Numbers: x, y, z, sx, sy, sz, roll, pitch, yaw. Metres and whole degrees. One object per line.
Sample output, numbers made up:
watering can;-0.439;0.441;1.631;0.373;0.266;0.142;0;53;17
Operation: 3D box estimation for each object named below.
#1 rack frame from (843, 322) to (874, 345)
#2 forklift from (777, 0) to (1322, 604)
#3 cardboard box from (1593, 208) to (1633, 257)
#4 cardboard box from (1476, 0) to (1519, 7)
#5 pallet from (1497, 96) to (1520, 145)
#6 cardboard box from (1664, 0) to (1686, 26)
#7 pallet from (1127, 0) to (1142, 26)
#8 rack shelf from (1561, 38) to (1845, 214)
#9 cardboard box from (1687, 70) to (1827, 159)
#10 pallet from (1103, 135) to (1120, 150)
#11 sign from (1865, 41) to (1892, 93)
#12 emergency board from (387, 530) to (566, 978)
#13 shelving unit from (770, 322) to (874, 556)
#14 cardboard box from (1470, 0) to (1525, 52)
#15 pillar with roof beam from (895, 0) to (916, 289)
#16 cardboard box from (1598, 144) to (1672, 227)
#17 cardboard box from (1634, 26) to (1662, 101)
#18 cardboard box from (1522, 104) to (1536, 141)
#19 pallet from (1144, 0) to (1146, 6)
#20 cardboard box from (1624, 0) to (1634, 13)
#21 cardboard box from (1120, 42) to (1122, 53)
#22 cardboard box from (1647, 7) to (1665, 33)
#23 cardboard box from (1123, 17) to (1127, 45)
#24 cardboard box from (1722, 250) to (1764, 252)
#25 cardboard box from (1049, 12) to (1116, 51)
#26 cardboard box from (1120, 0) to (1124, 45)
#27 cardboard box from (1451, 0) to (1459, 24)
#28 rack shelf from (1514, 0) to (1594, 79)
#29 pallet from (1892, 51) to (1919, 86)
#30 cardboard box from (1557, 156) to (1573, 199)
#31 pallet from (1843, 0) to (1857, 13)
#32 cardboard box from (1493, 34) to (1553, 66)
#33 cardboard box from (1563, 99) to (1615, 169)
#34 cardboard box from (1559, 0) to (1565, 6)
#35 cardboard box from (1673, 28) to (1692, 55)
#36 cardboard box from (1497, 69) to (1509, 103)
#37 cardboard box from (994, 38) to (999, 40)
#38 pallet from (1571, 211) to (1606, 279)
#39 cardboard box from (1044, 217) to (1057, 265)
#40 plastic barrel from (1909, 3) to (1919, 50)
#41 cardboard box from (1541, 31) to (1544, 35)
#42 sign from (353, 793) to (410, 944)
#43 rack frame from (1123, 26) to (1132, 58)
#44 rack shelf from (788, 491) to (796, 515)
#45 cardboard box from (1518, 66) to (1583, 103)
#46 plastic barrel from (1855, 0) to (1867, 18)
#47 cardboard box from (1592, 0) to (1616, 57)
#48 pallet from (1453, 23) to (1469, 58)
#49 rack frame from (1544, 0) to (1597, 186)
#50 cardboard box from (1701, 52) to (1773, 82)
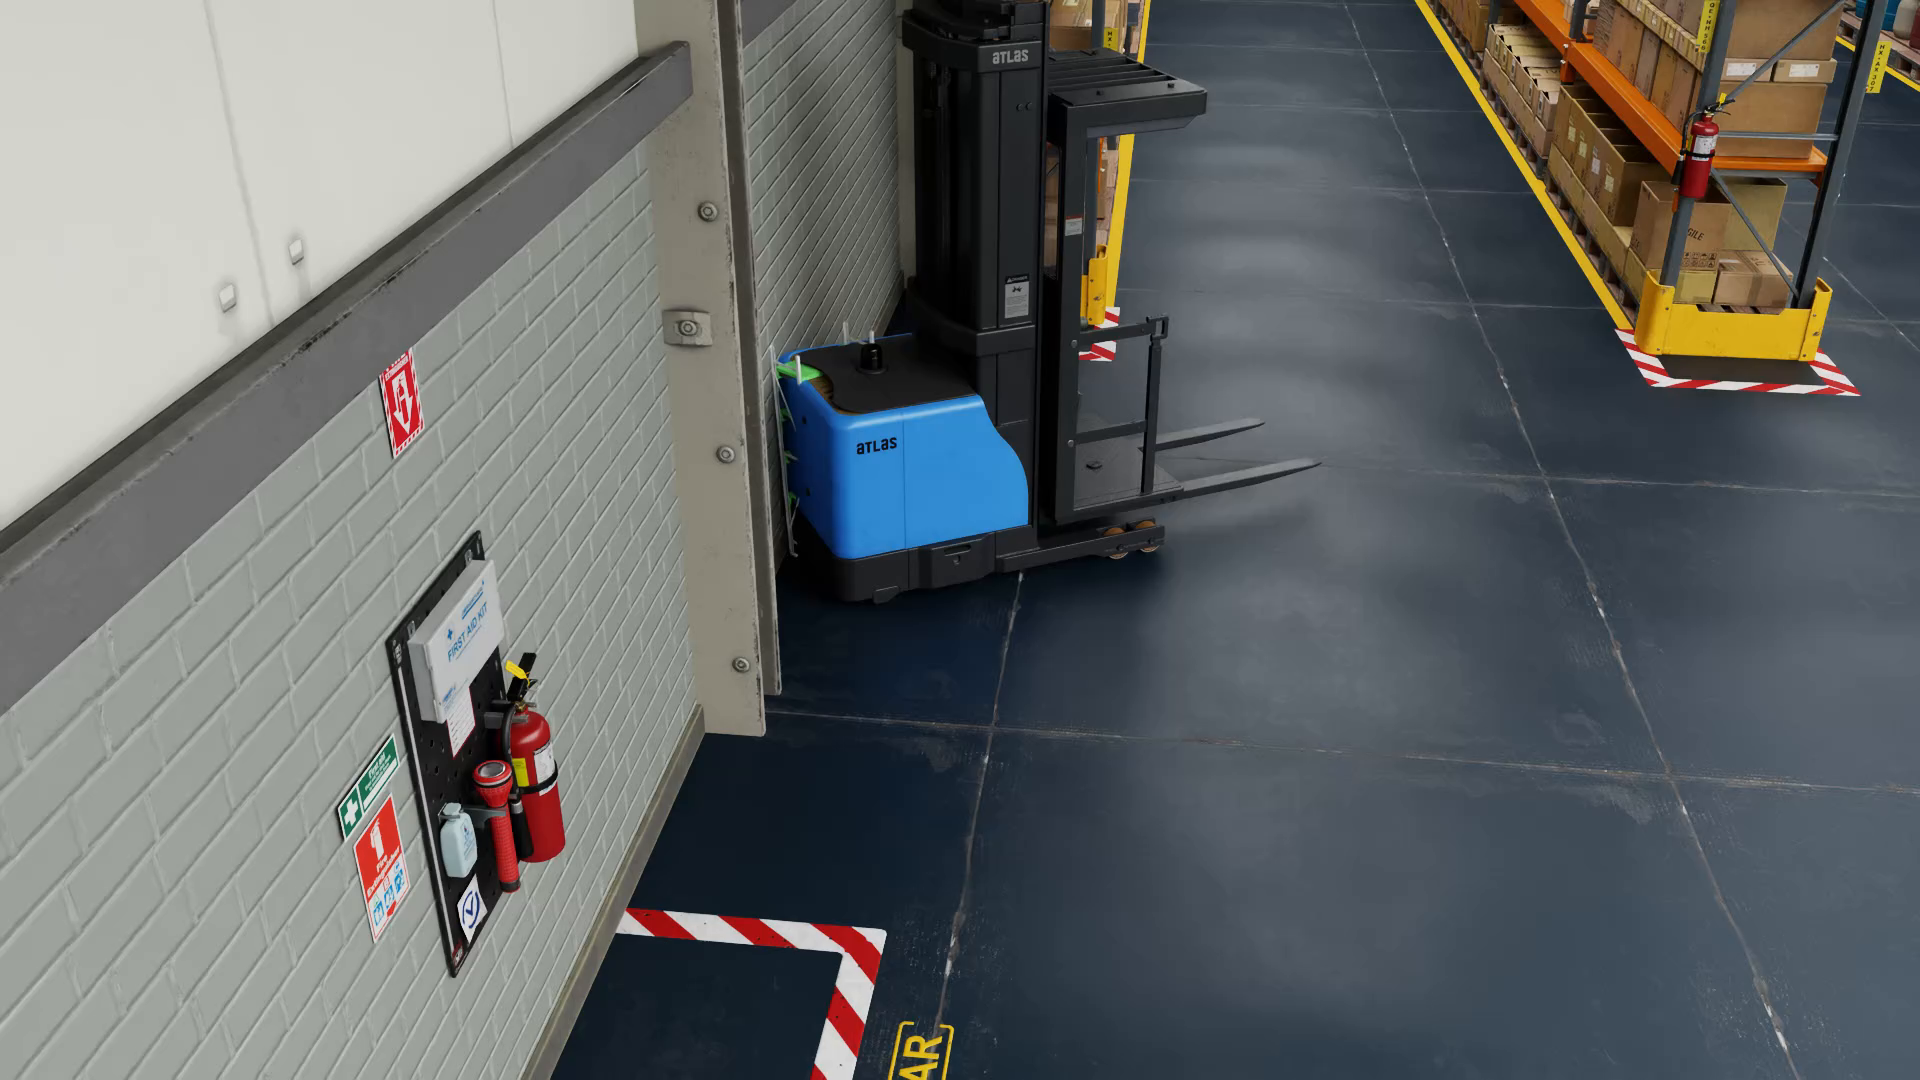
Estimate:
rack frame;-0.513;-0.589;9.064;0.015;1.200;0.240;-24;33;-36
forklift;0.573;-1.406;8.770;3.031;2.935;1.130;-11;30;-20
cardboard box;5.280;-2.401;13.000;0.500;0.250;0.500;3;28;6
cardboard box;6.263;-6.355;19.264;0.500;0.250;0.500;4;29;8
pallet;6.087;-4.266;16.945;1.003;0.211;1.213;3;28;6
cardboard box;5.595;-4.030;12.094;0.700;0.500;0.500;3;29;6
pallet;1.210;-5.121;15.795;1.003;0.211;1.213;3;28;6
rack shelf;5.643;-3.310;12.990;1.077;0.370;4.000;3;28;6
cardboard box;5.468;-2.948;11.455;0.700;0.500;0.500;3;28;6
pallet;1.066;-3.993;16.440;1.003;0.211;1.213;3;28;6
sign;5.948;-3.066;10.783;0.100;0.325;0.005;3;28;6
emergency board;-1.367;0.634;4.910;0.194;1.169;0.643;3;28;6
shelving unit;-0.693;-0.510;8.920;0.503;1.200;0.258;-24;33;-36
cardboard box;6.260;-5.998;19.393;0.500;0.500;0.500;4;29;8
pillar with roof beam;3.981;-5.742;10.421;9.100;9.000;0.400;3;28;6
cardboard box;5.277;-2.731;12.822;0.500;0.500;0.500;3;28;6
cardboard box;5.655;-3.677;12.807;0.700;0.500;0.500;4;29;8
cardboard box;5.715;-3.993;15.955;0.500;0.250;0.500;3;28;5
pallet;2.123;-7.746;23.405;1.003;0.211;1.213;3;28;6
cardboard box;5.539;-4.302;13.283;0.380;0.149;0.250;2;28;5
cardboard box;1.038;-3.848;13.367;0.500;0.250;0.500;4;29;7
cardboard box;5.444;-3.936;12.604;0.380;0.149;0.250;3;28;5
cardboard box;1.214;-4.556;14.682;0.500;0.250;0.500;3;29;6
cardboard box;5.742;-2.135;12.506;0.500;0.250;0.500;3;28;6
cardboard box;0.838;-3.452;11.841;0.500;0.500;0.500;3;28;6
cardboard box;1.030;-4.170;13.174;0.500;0.500;0.500;4;29;8
cardboard box;6.445;-6.727;20.746;0.500;0.500;0.500;4;29;7
rack shelf;6.133;-5.193;16.485;1.077;0.370;4.000;3;28;6
pallet;11.349;-5.307;18.879;1.003;0.211;1.213;3;28;6
cardboard box;5.464;-3.107;14.310;0.500;0.250;0.500;3;28;6
pallet;11.836;-7.165;22.327;1.003;0.211;1.213;3;28;6
cardboard box;5.967;-5.195;17.595;0.500;0.311;0.500;3;28;5
cardboard box;5.467;-3.437;14.132;0.500;0.500;0.500;3;28;6
cardboard box;6.125;-5.456;16.110;0.500;0.500;0.500;3;28;6
cardboard box;5.351;-3.568;11.920;0.380;0.149;0.250;4;29;7
cardboard box;5.904;-4.714;17.294;0.500;0.250;0.500;3;28;5
cardboard box;0.328;-3.479;11.891;0.500;0.500;0.500;3;28;6
pallet;5.602;-2.393;13.469;1.003;0.211;1.213;3;28;6
cardboard box;0.656;-2.302;12.731;0.500;0.311;0.500;0;28;0
plastic barrel;11.475;-6.048;19.412;0.600;0.588;0.708;3;28;6
cardboard box;6.559;-5.411;17.997;0.500;0.311;0.500;4;29;8
sign;-1.537;0.873;4.430;0.001;0.329;0.234;3;28;6
rack frame;1.462;-6.737;18.593;1.000;3.000;0.127;3;28;6
rack shelf;-0.680;-0.237;9.053;0.480;0.148;0.258;-24;33;-36
cardboard box;5.775;-4.477;16.262;0.500;0.311;0.500;3;28;6
plastic barrel;11.701;-7.050;20.944;0.600;0.901;0.708;3;28;6
cardboard box;5.840;-4.403;14.155;0.700;0.500;0.500;3;28;5
pallet;6.659;-6.145;20.434;1.003;0.211;1.213;3;28;6
rack frame;5.888;-4.568;14.567;1.000;3.000;0.127;3;28;6
cardboard box;5.256;-3.206;11.249;0.380;0.149;0.250;3;28;5
